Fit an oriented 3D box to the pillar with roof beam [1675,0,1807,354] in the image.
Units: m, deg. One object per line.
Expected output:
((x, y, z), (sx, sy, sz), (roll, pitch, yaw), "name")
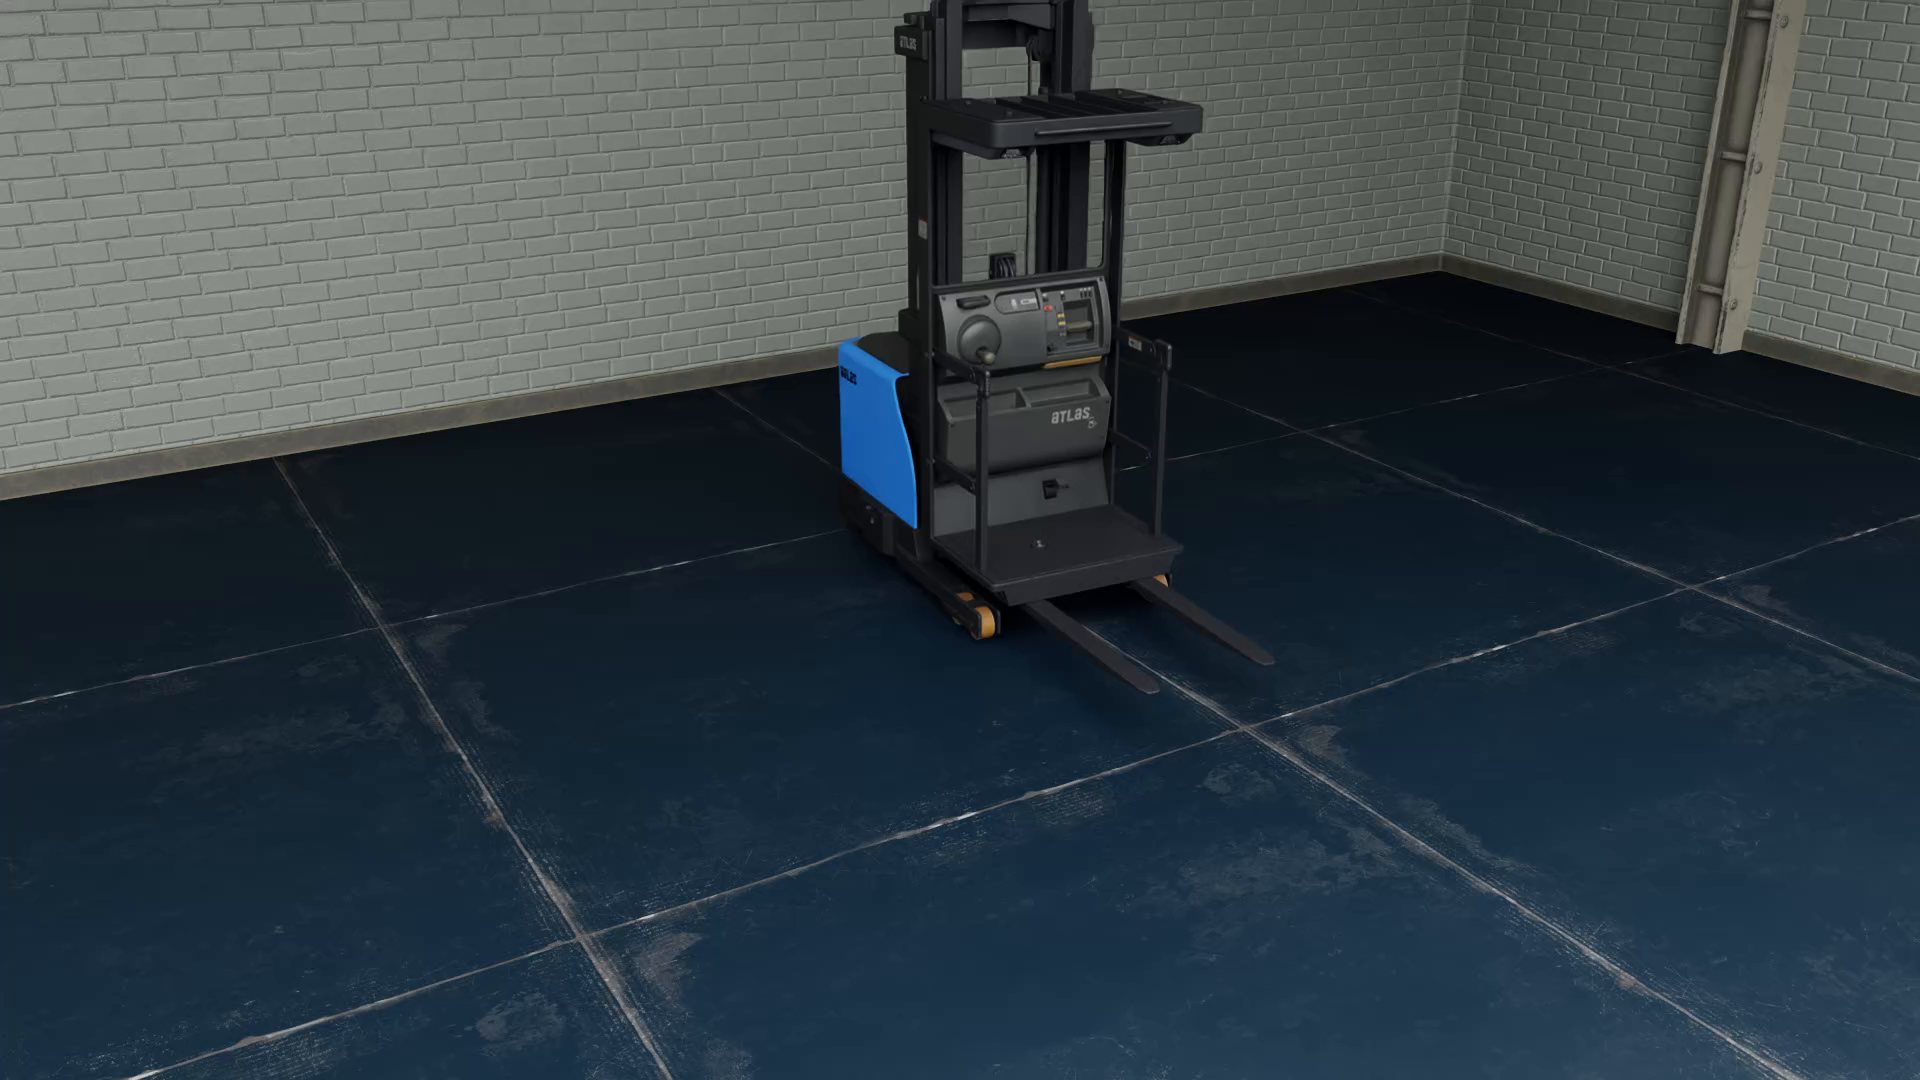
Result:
((2.183, -4.867, 9.335), (9.100, 9.000, 0.400), (-13, 25, -28), "pillar with roof beam")

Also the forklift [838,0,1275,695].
((0.425, -1.060, 8.027), (1.130, 2.935, 3.031), (-11, 24, -25), "forklift")
